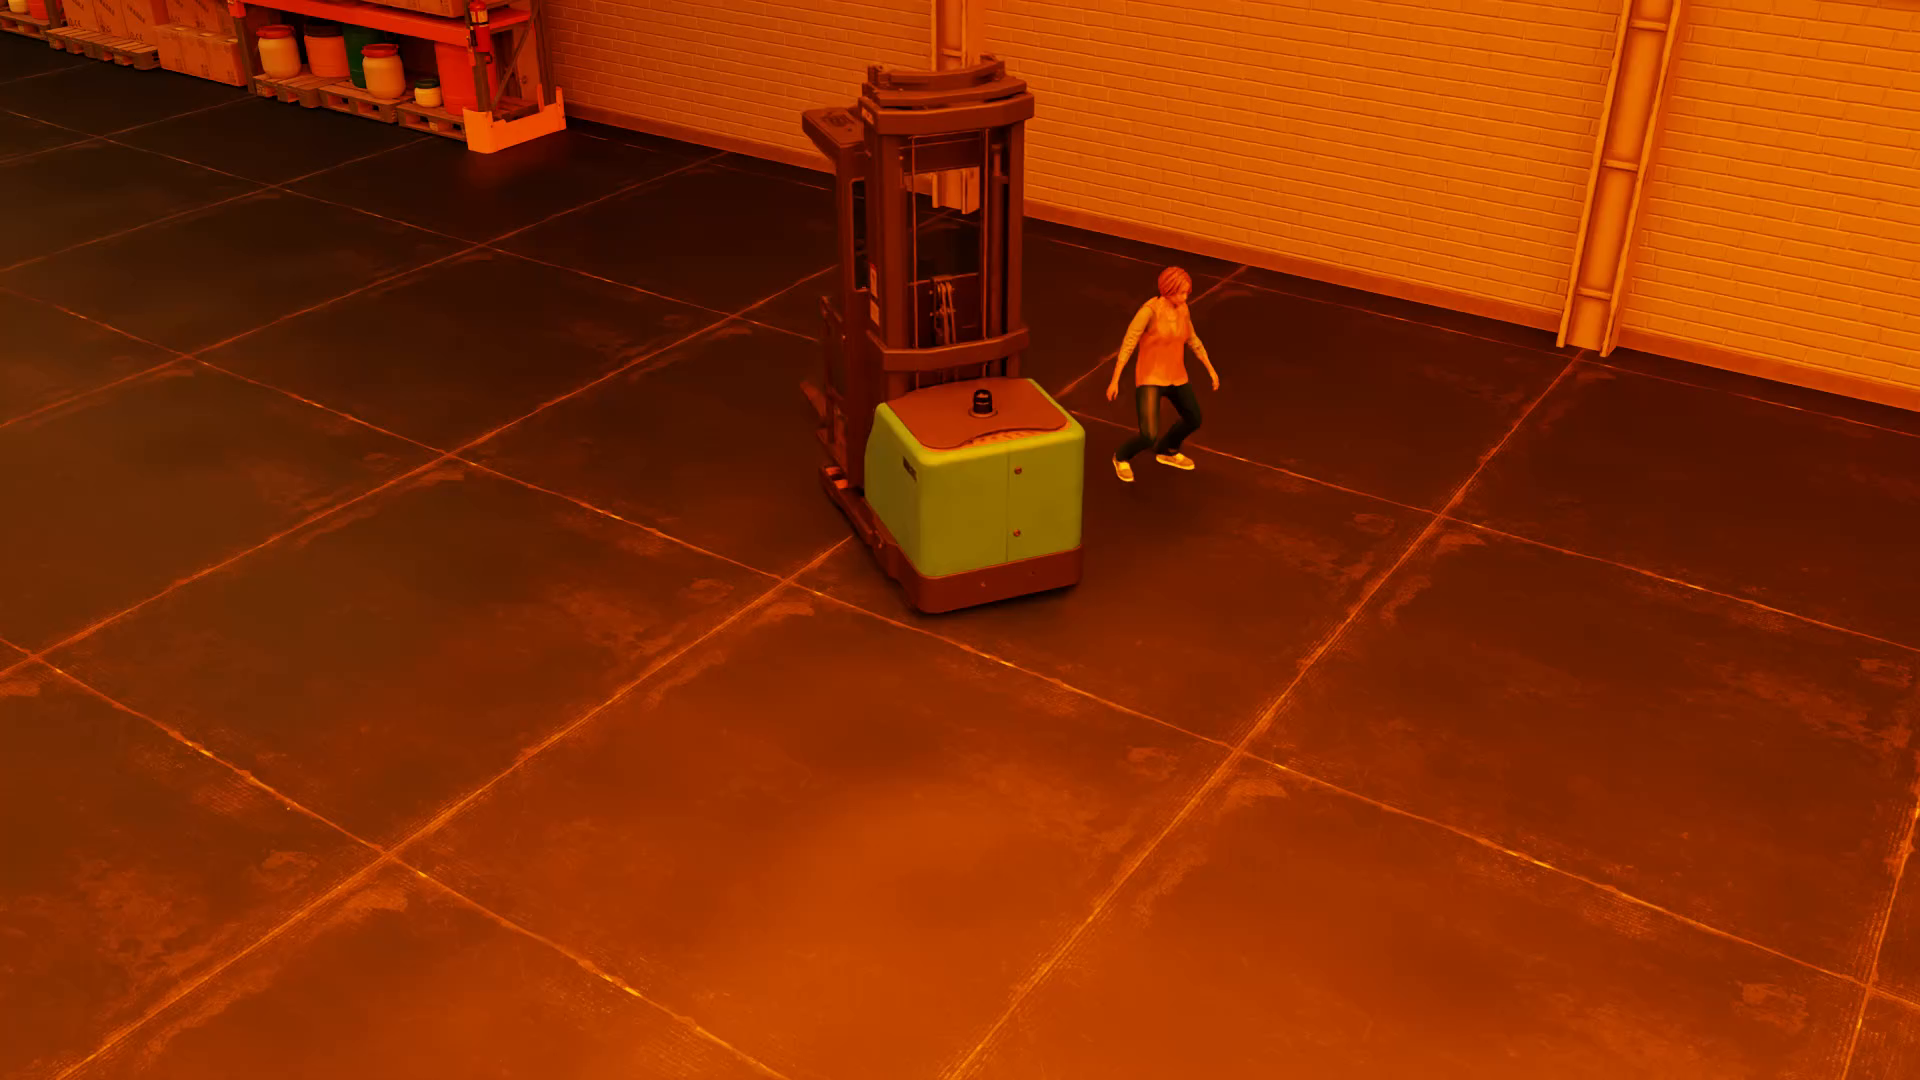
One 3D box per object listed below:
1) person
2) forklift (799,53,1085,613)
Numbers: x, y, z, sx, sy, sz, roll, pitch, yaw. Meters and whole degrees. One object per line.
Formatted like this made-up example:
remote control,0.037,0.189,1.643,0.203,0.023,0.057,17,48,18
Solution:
person,1.318,-1.045,10.822,0.775,1.506,0.486,-15,33,-24
forklift,-0.286,-1.567,10.280,1.130,2.935,3.031,-11,32,-19
